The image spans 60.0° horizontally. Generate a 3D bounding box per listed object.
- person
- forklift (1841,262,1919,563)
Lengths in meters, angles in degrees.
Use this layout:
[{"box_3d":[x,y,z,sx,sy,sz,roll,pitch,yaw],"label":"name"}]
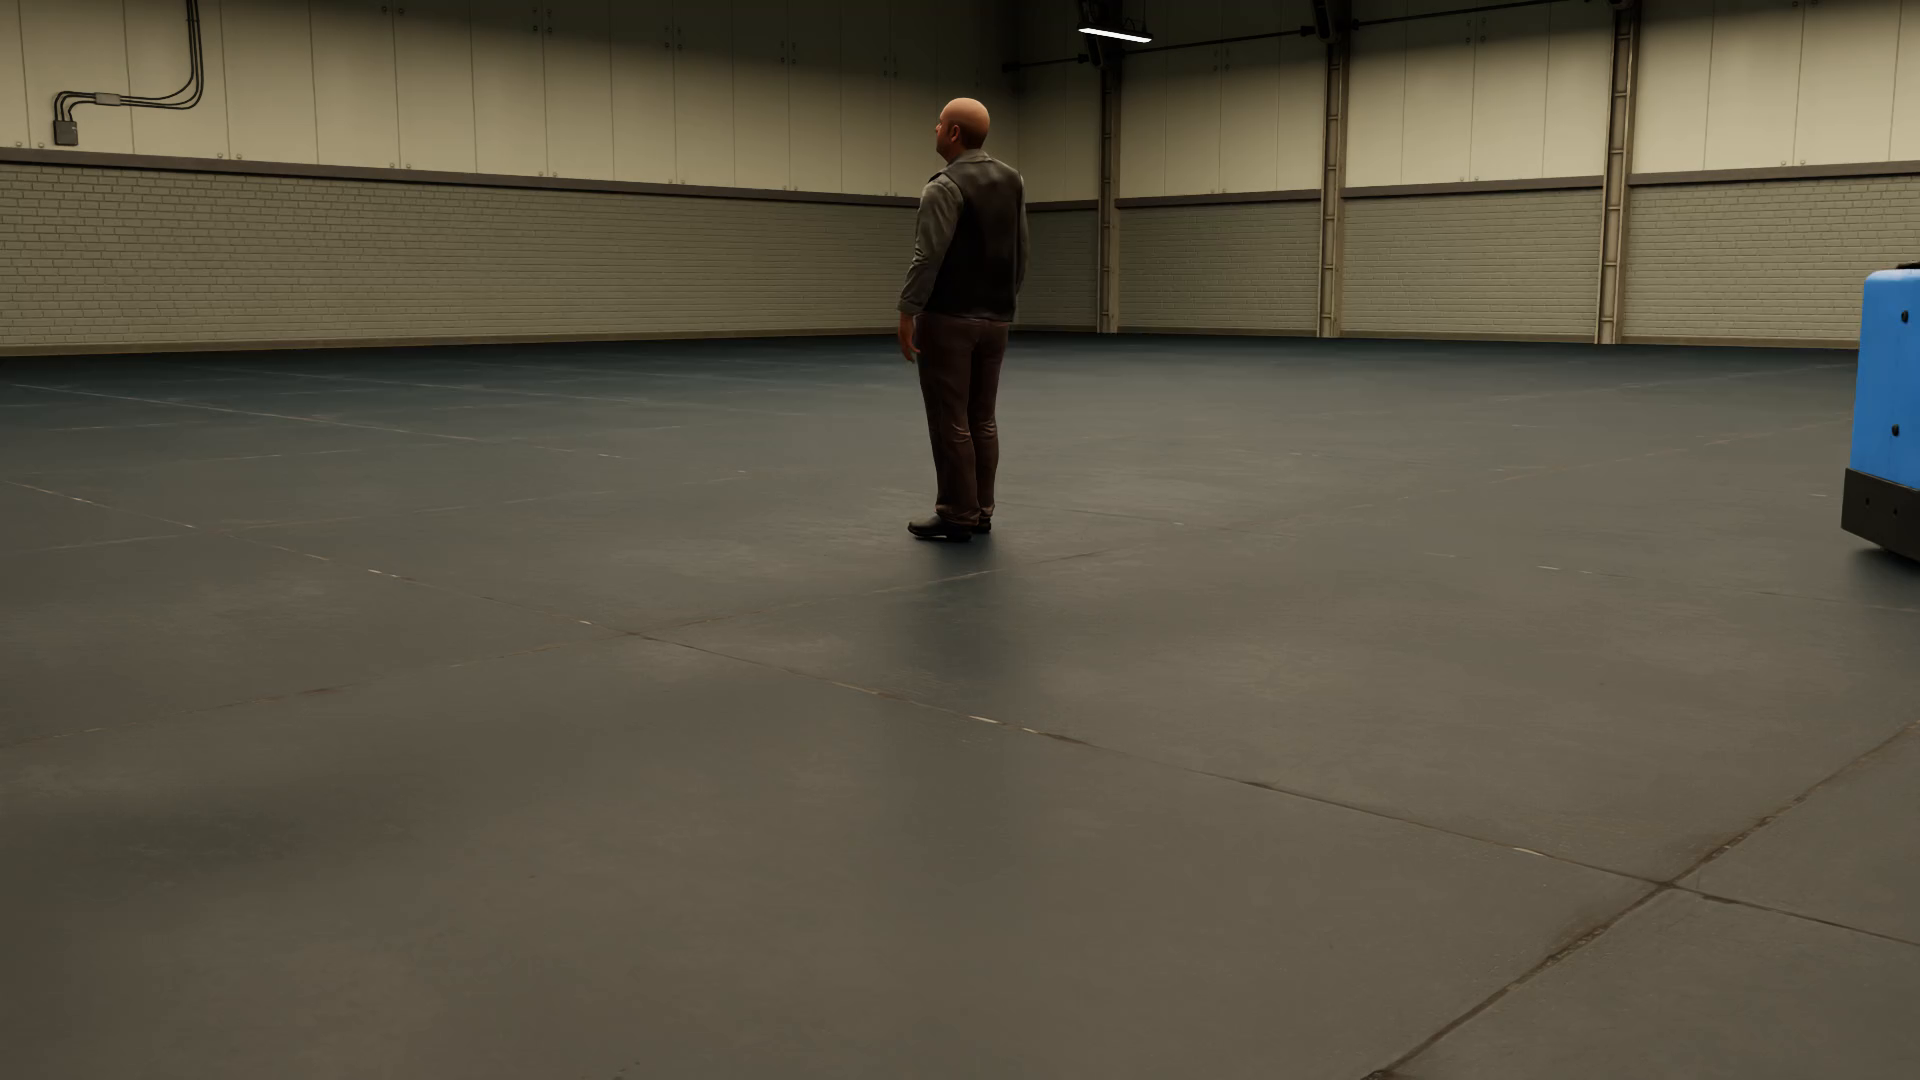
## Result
[{"box_3d":[-0.039,-0.866,6.636,0.568,1.720,0.632,8,12,43],"label":"person"},{"box_3d":[4.862,-1.316,5.612,3.031,2.935,1.130,2,9,11],"label":"forklift"}]
